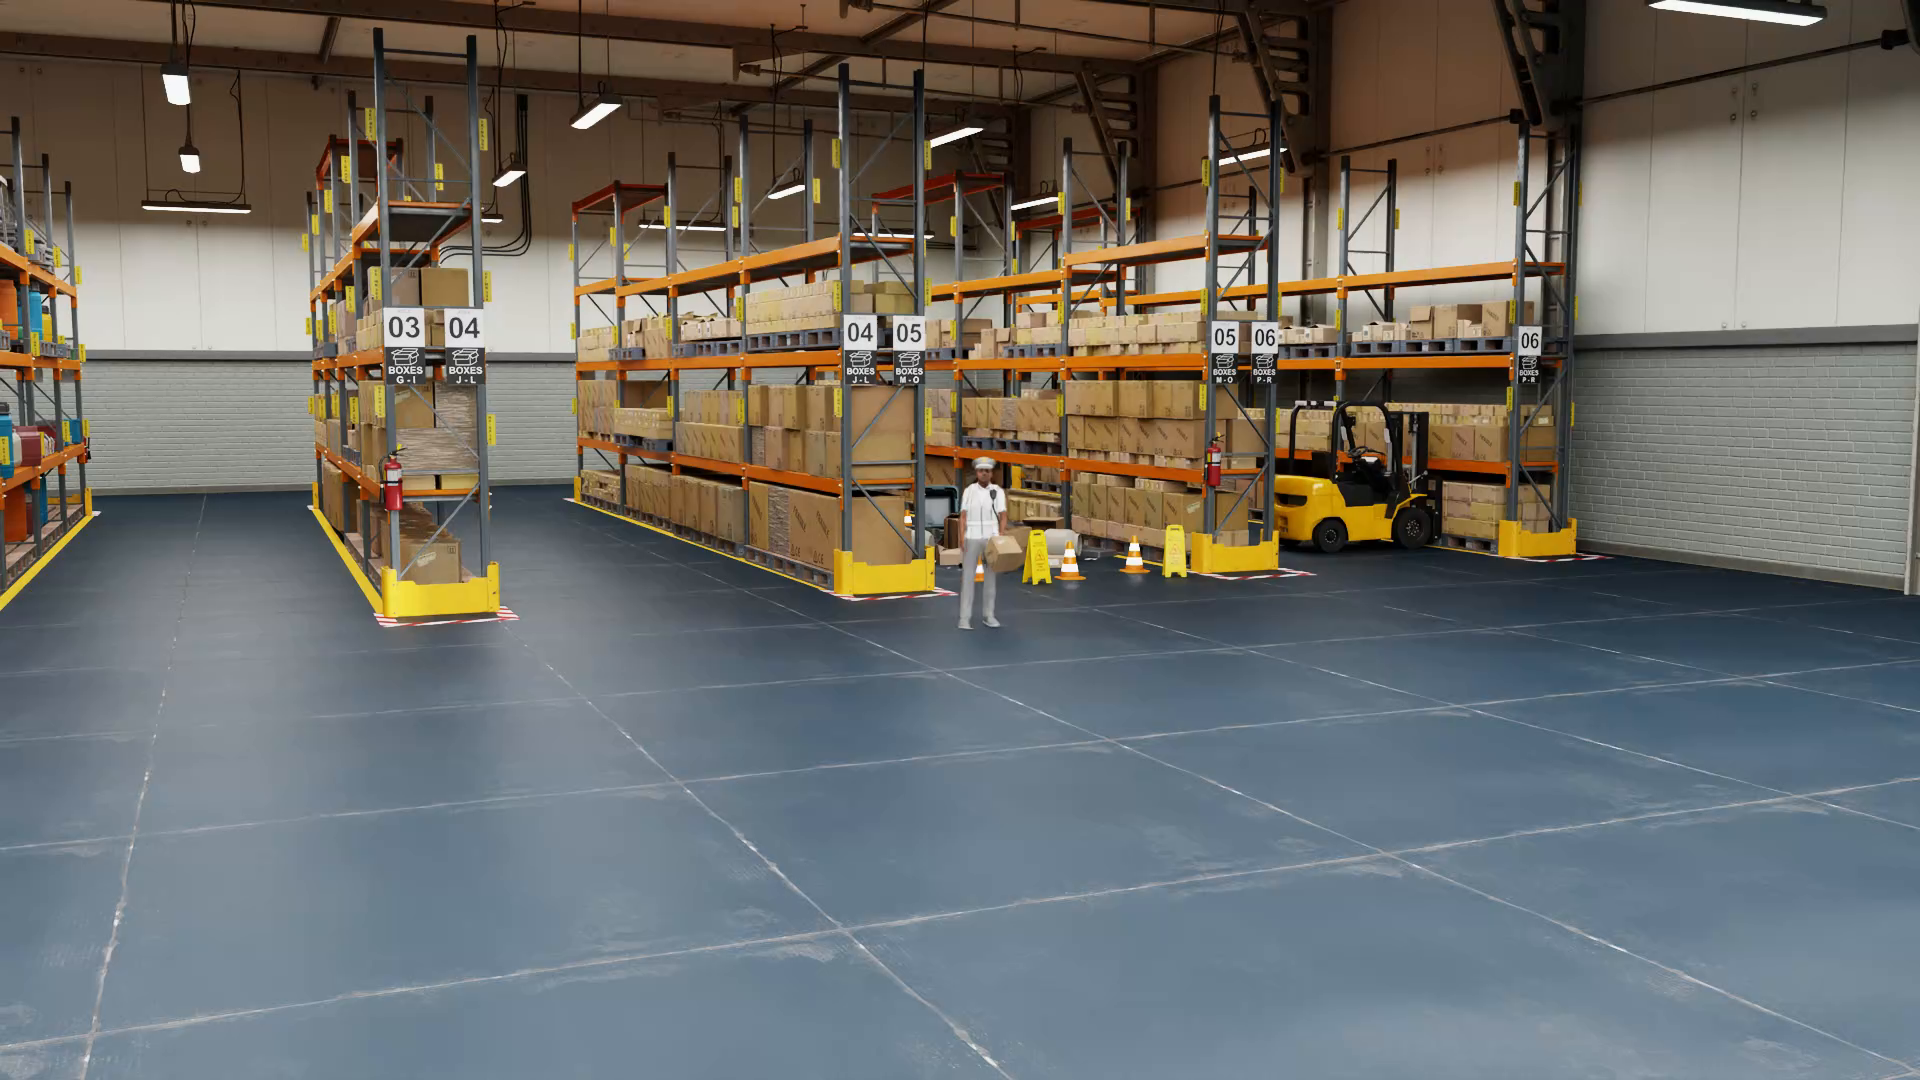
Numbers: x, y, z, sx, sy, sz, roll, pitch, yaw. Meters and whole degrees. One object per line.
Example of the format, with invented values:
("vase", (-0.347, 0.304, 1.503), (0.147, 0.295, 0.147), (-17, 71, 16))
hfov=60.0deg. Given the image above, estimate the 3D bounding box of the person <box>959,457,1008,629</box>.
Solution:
("person", (0.234, 0.023, 16.539), (0.488, 1.692, 0.514), (0, 6, 2))
